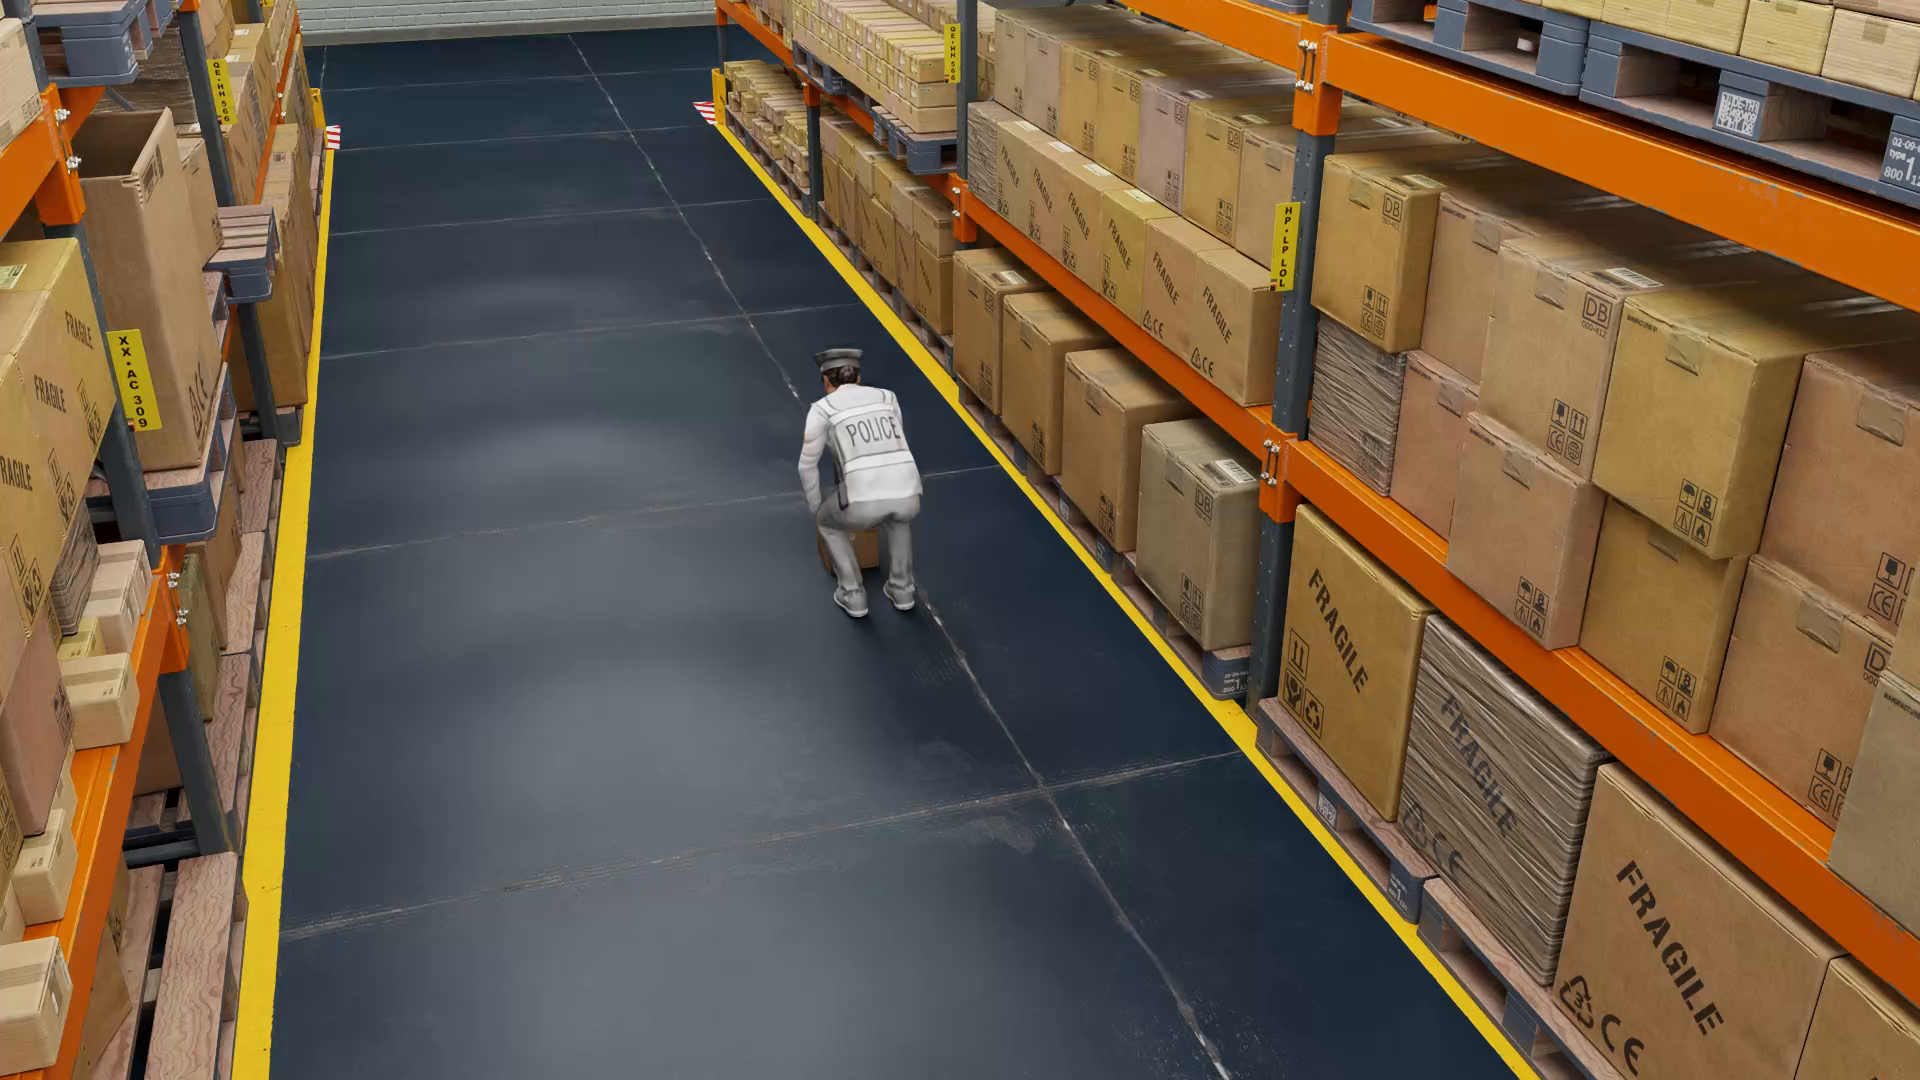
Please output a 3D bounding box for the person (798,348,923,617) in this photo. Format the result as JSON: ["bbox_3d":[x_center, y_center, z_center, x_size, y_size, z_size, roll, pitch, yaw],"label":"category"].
[{"bbox_3d":[-0.467,-0.263,7.691,0.522,1.180,0.796,-8,28,-16],"label":"person"}]
